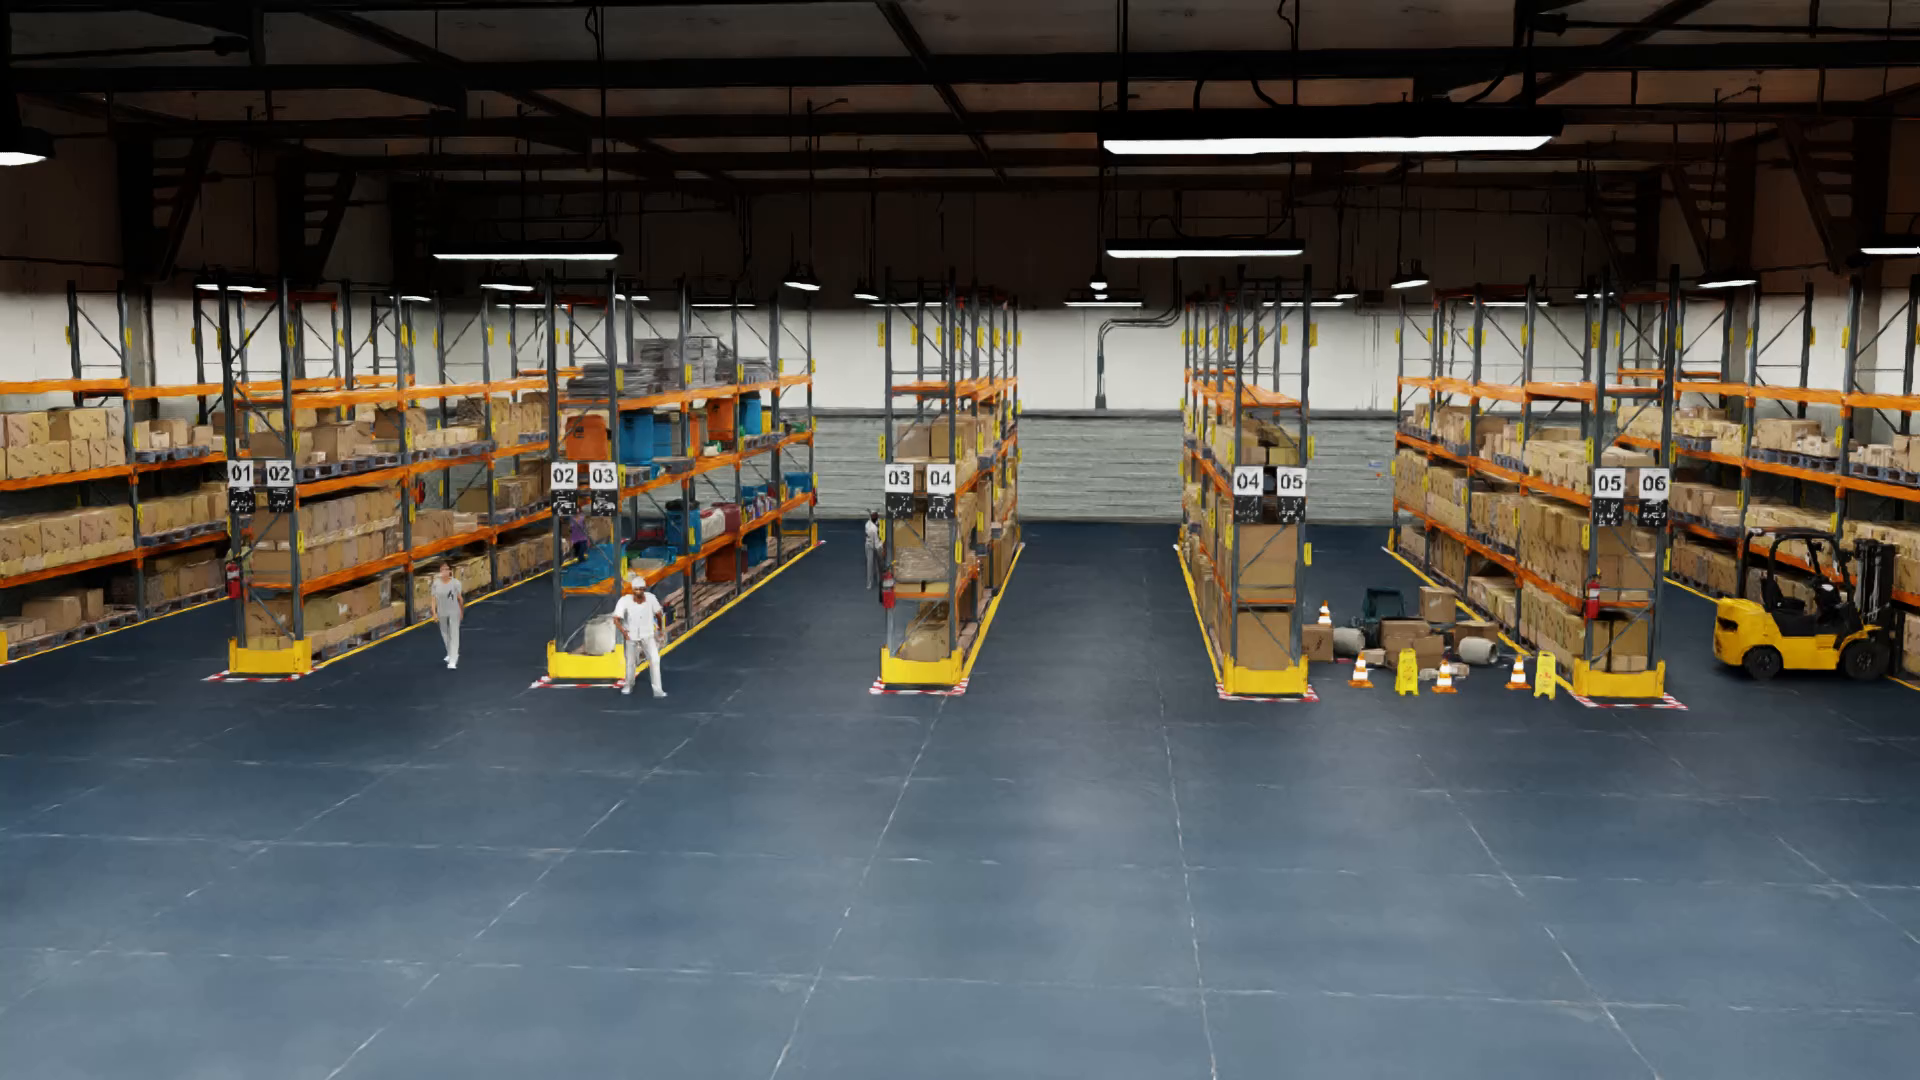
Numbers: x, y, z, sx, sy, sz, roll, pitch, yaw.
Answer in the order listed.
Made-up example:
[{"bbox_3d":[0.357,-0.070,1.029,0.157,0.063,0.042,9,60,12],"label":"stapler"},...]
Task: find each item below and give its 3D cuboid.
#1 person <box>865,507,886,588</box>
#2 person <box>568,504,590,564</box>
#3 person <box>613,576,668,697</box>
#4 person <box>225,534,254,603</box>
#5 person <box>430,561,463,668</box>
[{"bbox_3d":[-1.686,0.131,33.443,0.461,1.626,0.999,1,7,4],"label":"person"},{"bbox_3d":[-8.031,-0.009,34.983,0.417,1.517,1.037,1,7,8],"label":"person"},{"bbox_3d":[-4.482,1.330,23.256,0.711,1.695,0.815,-2,7,-14],"label":"person"},{"bbox_3d":[-12.607,0.661,29.114,0.446,1.604,1.016,0,7,-3],"label":"person"},{"bbox_3d":[-7.831,1.117,25.372,0.444,1.604,1.016,0,7,-3],"label":"person"}]
